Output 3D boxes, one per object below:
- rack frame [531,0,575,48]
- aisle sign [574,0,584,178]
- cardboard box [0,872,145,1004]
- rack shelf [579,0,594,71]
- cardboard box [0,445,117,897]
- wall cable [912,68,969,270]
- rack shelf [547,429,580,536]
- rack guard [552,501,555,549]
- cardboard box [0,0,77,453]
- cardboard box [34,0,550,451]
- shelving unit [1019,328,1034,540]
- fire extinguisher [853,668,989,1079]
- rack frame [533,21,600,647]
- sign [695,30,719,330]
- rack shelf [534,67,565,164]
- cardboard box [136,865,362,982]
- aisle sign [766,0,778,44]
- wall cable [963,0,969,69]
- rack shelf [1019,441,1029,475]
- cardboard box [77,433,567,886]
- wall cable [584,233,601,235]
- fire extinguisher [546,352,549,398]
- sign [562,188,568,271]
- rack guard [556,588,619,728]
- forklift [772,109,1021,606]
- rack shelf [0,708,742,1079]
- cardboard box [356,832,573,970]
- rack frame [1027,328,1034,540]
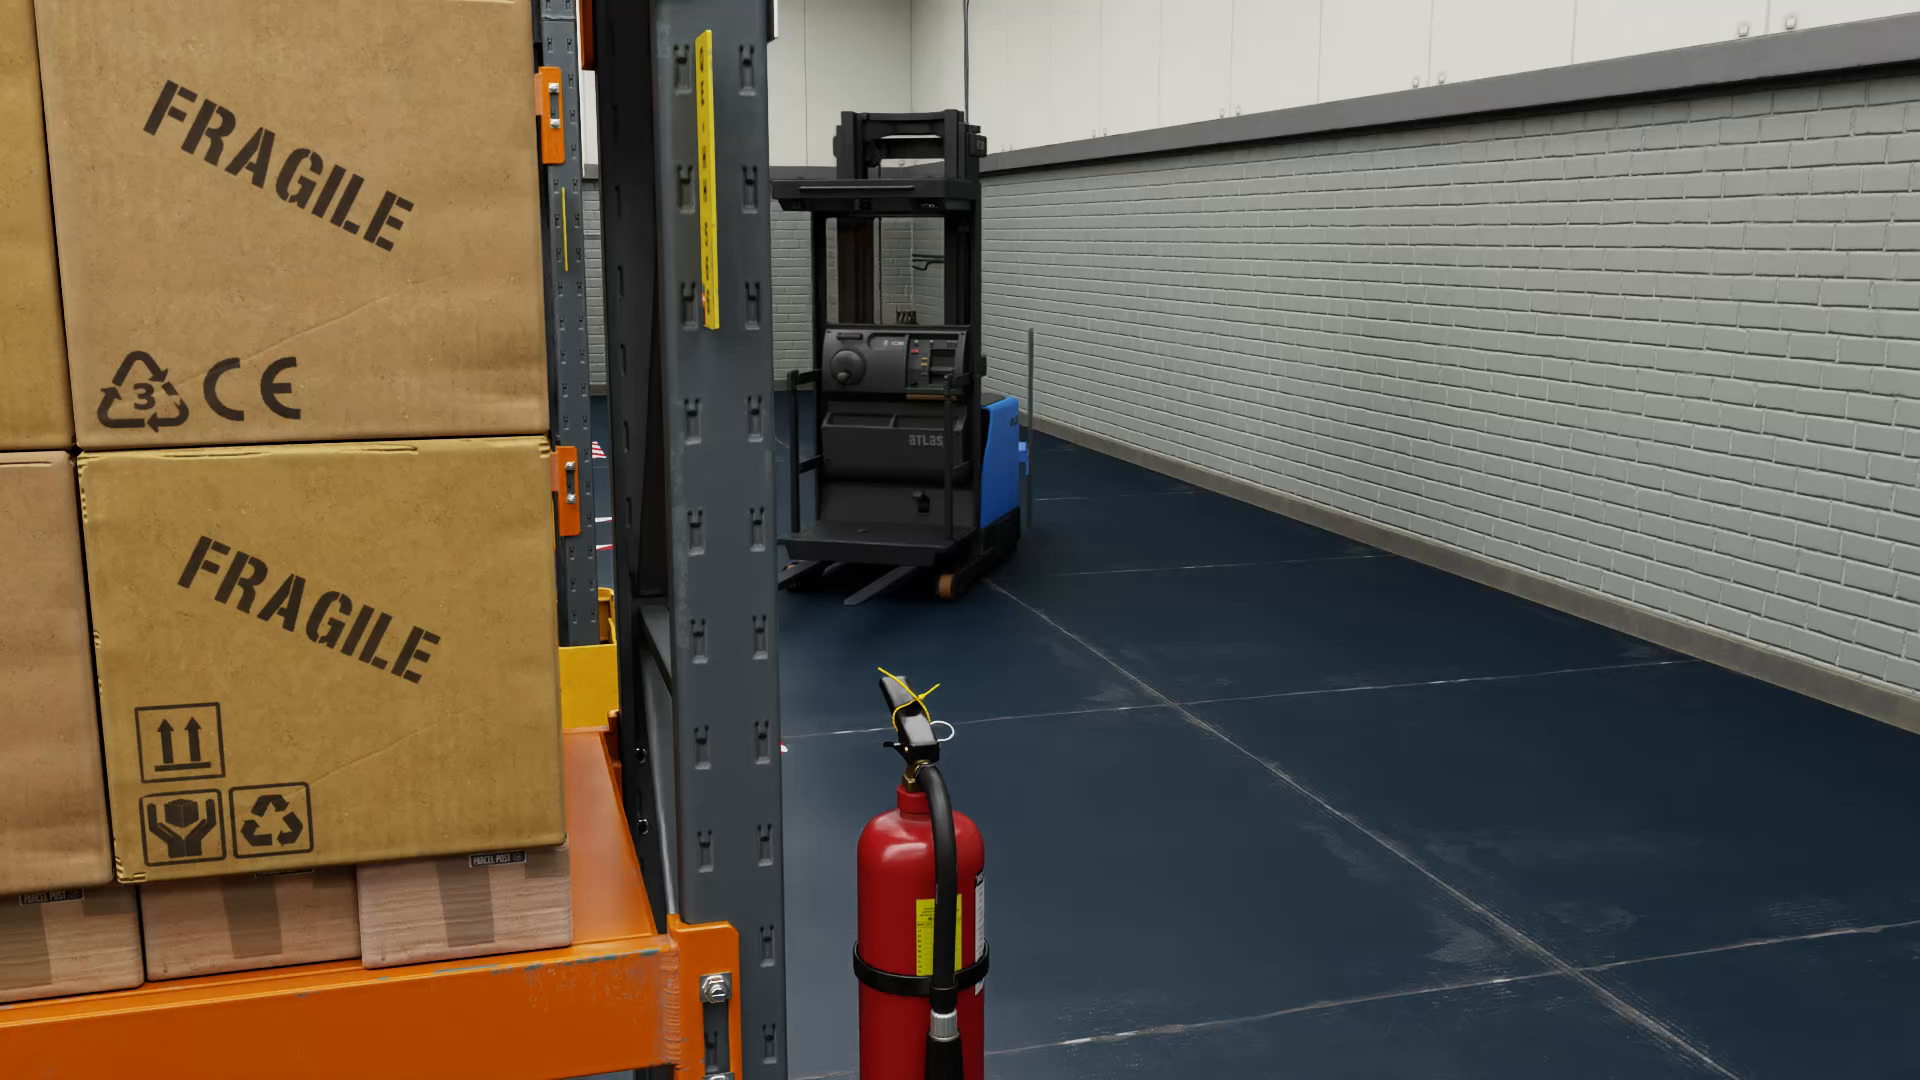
[{"bbox_3d":[-1.712,-3.595,6.718,0.127,3.000,1.000,-3,11,-16],"label":"rack frame"},{"bbox_3d":[-1.559,-1.874,6.762,0.004,0.787,0.394,-3,11,-16],"label":"aisle sign"},{"bbox_3d":[-1.143,0.434,2.100,0.250,0.149,0.380,-3,11,-17],"label":"cardboard box"},{"bbox_3d":[-2.343,-0.797,1.793,4.000,0.370,1.077,-3,11,-16],"label":"rack shelf"},{"bbox_3d":[-1.278,0.120,2.010,0.500,0.500,0.500,-3,11,-17],"label":"cardboard box"},{"bbox_3d":[-0.335,-4.875,22.248,0.112,2.526,3.097,-3,11,-16],"label":"wall cable"},{"bbox_3d":[-3.632,-0.189,6.776,4.000,0.370,1.077,-3,11,-16],"label":"rack shelf"},{"bbox_3d":[-3.077,-0.279,12.183,0.348,0.500,1.175,-3,11,-16],"label":"rack guard"},{"bbox_3d":[-1.279,-0.372,1.923,0.500,0.500,0.500,-3,11,-18],"label":"cardboard box"},{"bbox_3d":[-0.793,-0.398,2.062,0.500,0.500,0.500,-3,11,-17],"label":"cardboard box"},{"bbox_3d":[0.008,-0.787,12.180,1.048,1.500,0.538,1,10,3],"label":"shelving unit"},{"bbox_3d":[-0.052,0.512,2.224,0.183,0.674,0.296,-3,11,-16],"label":"fire extinguisher"},{"bbox_3d":[-1.712,-0.644,7.261,0.127,3.000,1.000,-3,11,-16],"label":"rack frame"},{"bbox_3d":[-0.287,-0.404,1.887,0.005,0.325,0.100,-3,11,-16],"label":"sign"},{"bbox_3d":[-3.632,-1.664,6.505,4.000,0.370,1.077,-3,11,-16],"label":"rack shelf"},{"bbox_3d":[-0.906,0.418,2.183,0.250,0.149,0.380,-3,11,-16],"label":"cardboard box"},{"bbox_3d":[-0.269,-1.007,2.051,0.004,0.787,0.394,-3,11,-16],"label":"aisle sign"},{"bbox_3d":[0.421,-6.888,19.236,0.112,2.526,3.097,-3,11,-16],"label":"wall cable"},{"bbox_3d":[0.008,-0.610,12.213,1.000,0.185,0.538,1,10,3],"label":"rack shelf"},{"bbox_3d":[-0.782,0.095,2.147,0.500,0.500,0.500,-3,11,-15],"label":"cardboard box"},{"bbox_3d":[-4.901,-3.956,22.446,1.851,1.984,0.084,-3,11,-16],"label":"wall cable"},{"bbox_3d":[-2.825,-1.212,11.591,0.183,0.674,0.296,-3,11,-16],"label":"fire extinguisher"},{"bbox_3d":[-1.574,-1.235,6.618,0.005,0.325,0.100,-3,11,-16],"label":"sign"},{"bbox_3d":[-1.689,0.584,7.494,0.348,0.500,1.175,-3,11,-16],"label":"rack guard"},{"bbox_3d":[-0.471,-1.156,10.229,1.130,2.935,3.031,3,11,16],"label":"forklift"},{"bbox_3d":[-2.343,0.678,2.065,4.000,0.370,1.077,-3,11,-16],"label":"rack shelf"},{"bbox_3d":[-0.657,0.412,2.216,0.250,0.149,0.380,-3,11,-16],"label":"cardboard box"},{"bbox_3d":[0.515,-0.783,12.155,0.032,1.500,0.500,1,10,3],"label":"rack frame"}]
